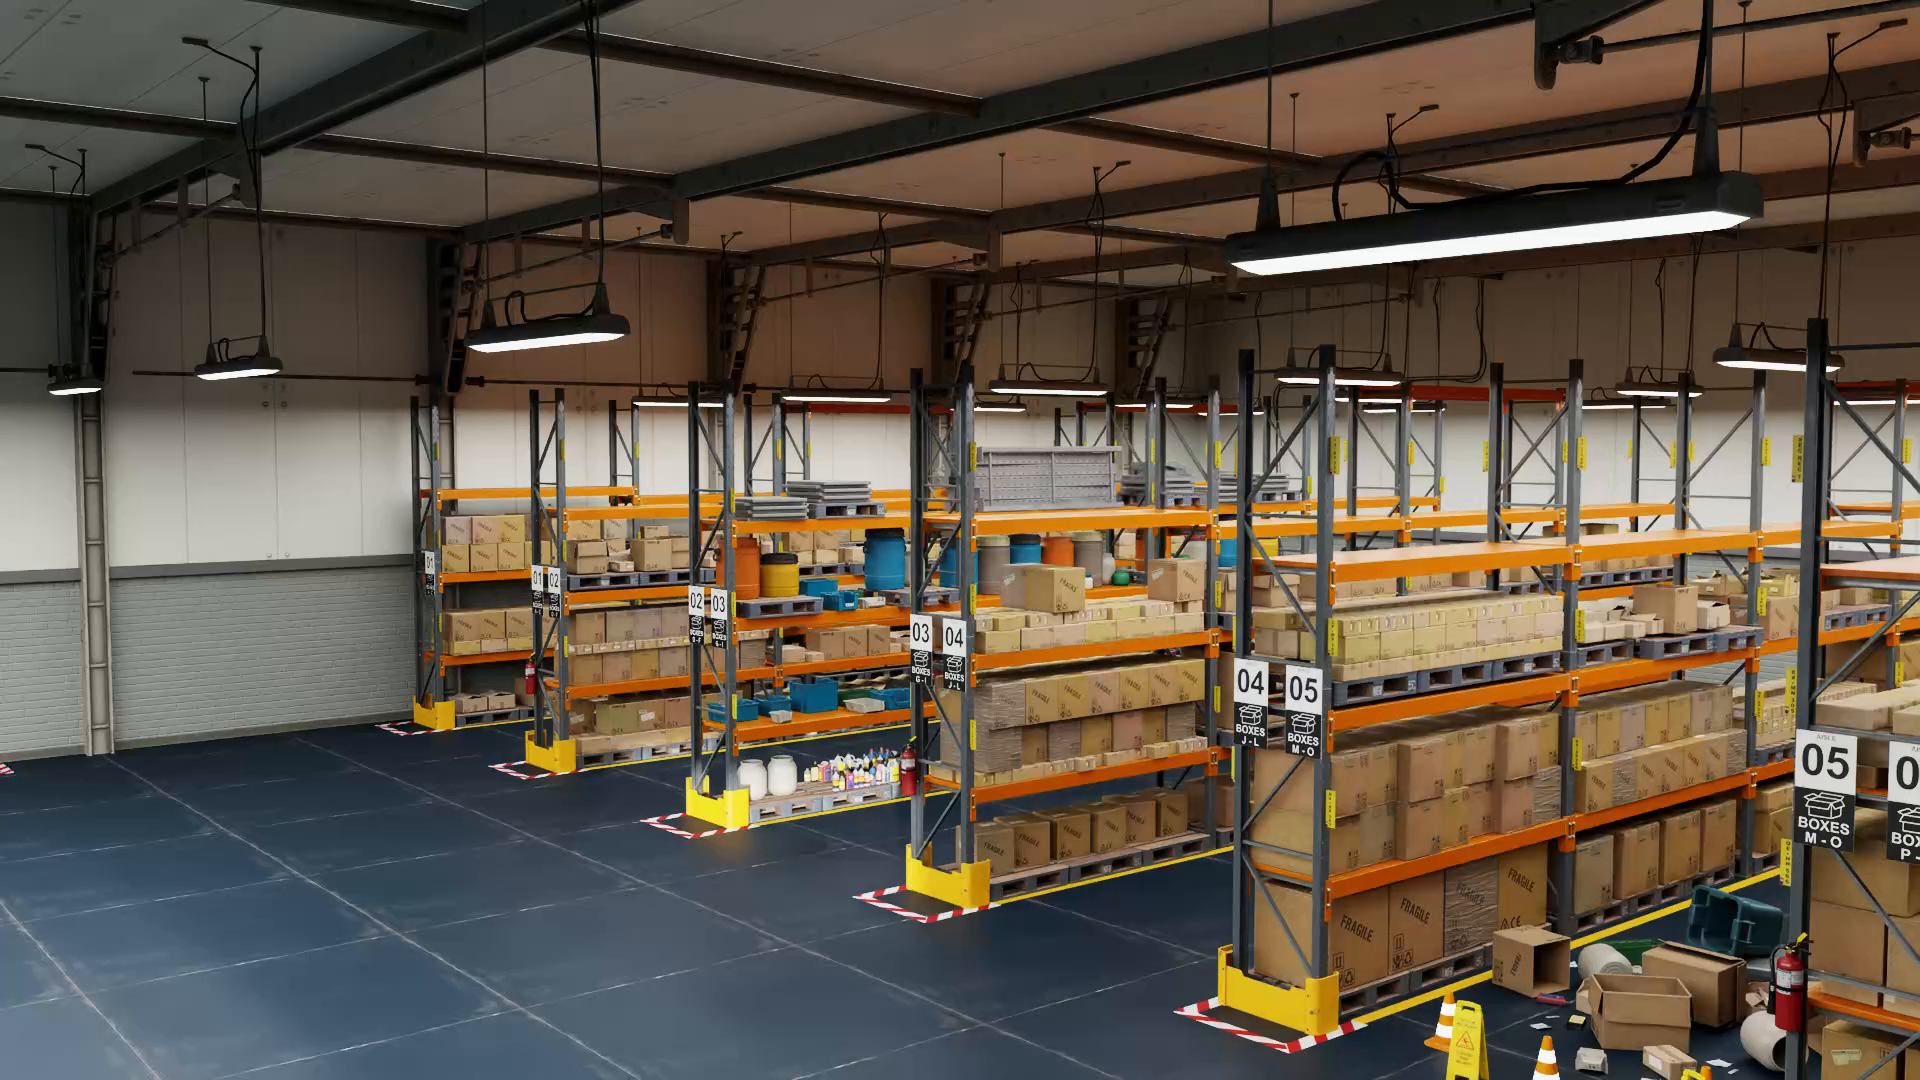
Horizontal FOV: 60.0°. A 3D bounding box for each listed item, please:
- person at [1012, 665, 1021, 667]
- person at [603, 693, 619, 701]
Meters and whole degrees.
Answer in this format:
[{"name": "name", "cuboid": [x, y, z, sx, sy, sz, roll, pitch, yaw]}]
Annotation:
[{"name": "person", "cuboid": [0.787, 2.632, 27.977, 0.932, 1.747, 0.714, -3, 5, -42]}, {"name": "person", "cuboid": [-6.007, 2.589, 28.814, 0.759, 1.829, 0.659, -3, 4, -39]}]
